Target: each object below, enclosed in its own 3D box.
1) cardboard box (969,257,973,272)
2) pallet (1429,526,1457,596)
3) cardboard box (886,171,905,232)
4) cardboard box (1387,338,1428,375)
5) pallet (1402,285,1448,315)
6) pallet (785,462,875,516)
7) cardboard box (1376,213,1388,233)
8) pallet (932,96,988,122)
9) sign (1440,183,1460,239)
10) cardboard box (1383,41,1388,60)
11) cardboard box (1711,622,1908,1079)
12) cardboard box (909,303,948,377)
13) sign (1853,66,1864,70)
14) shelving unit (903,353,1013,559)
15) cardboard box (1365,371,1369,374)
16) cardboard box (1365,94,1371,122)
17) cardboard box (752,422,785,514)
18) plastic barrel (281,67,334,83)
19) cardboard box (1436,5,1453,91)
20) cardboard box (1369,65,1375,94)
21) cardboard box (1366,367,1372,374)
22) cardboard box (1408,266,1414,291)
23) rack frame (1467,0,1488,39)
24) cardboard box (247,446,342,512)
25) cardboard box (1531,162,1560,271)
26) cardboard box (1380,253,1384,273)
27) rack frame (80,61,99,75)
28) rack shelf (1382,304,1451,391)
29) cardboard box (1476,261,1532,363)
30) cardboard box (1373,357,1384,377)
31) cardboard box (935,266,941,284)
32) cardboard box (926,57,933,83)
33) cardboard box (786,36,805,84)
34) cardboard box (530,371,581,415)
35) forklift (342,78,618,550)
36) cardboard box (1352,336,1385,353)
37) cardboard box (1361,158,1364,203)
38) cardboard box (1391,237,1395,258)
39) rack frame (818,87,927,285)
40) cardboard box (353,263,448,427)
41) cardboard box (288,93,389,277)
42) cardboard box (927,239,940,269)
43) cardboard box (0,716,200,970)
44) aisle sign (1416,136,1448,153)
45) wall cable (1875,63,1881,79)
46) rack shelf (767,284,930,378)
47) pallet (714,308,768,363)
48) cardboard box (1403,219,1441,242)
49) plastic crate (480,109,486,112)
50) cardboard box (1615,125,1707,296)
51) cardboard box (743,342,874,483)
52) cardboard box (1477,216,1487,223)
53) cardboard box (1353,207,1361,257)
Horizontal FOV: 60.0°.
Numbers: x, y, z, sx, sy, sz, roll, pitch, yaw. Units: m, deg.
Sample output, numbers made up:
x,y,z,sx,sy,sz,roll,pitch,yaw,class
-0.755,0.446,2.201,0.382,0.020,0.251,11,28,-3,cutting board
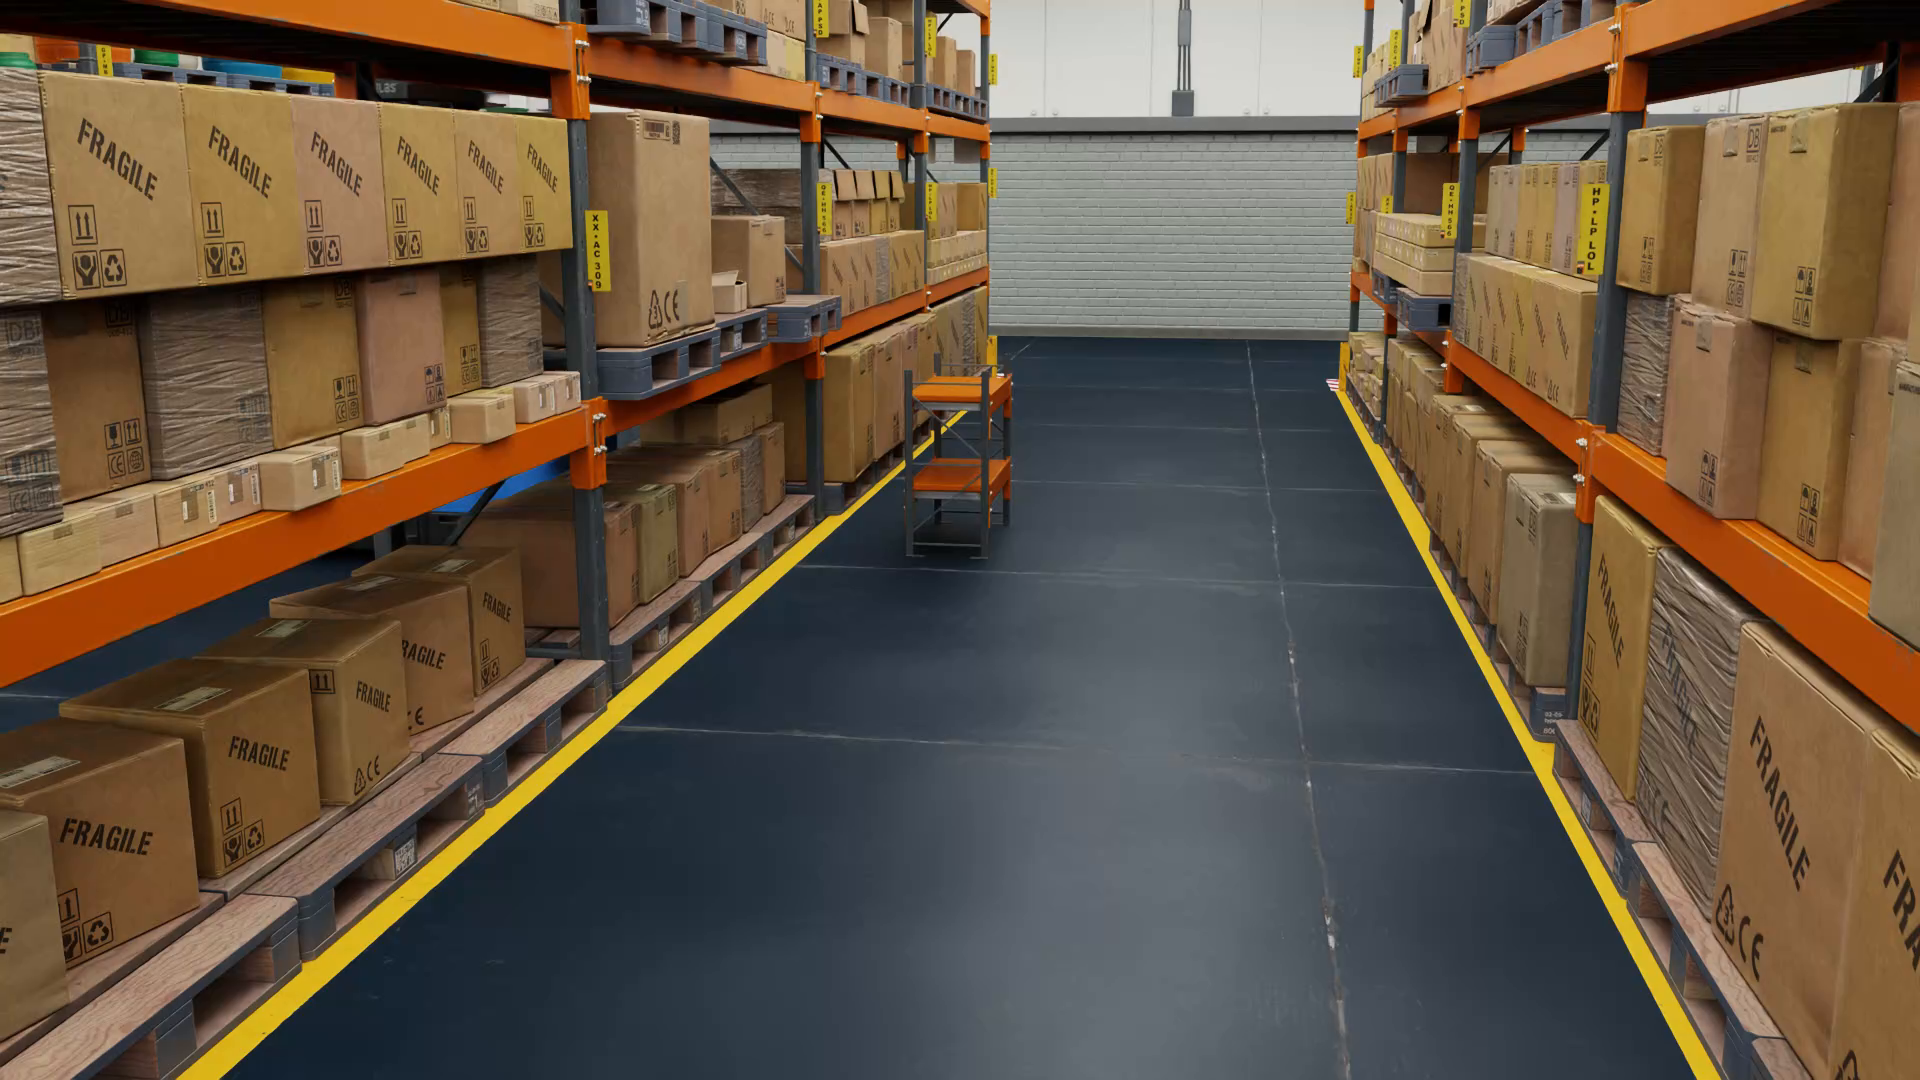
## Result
x,y,z,sx,sy,sz,roll,pitch,yaw,class
-0.064,-2.855,17.217,0.380,0.149,0.250,2,12,7,cardboard box
3.281,0.097,9.543,1.003,0.211,1.213,2,12,9,pallet
-0.884,-2.849,13.972,0.797,0.503,0.637,2,12,7,cardboard box
3.717,-1.465,13.330,0.500,0.250,0.500,1,12,6,cardboard box
3.740,-1.748,11.938,1.003,0.211,1.213,2,12,9,pallet
-1.213,-0.408,11.887,1.003,0.211,1.213,2,12,9,pallet
3.576,-2.567,13.472,0.380,0.149,0.250,3,12,12,cardboard box
-0.283,-4.543,17.546,1.003,0.211,1.213,2,12,9,pallet
2.939,-1.971,9.959,0.100,0.325,0.005,2,12,9,sign
4.043,-4.437,15.065,0.380,0.149,0.250,2,12,8,cardboard box
2.418,0.744,3.967,0.875,0.875,0.875,2,12,8,cardboard box
-0.613,-1.744,15.512,0.875,0.875,0.875,2,12,9,cardboard box
9.066,-4.906,16.753,0.100,0.325,0.005,2,12,9,sign
0.001,-0.551,10.381,0.538,1.125,1.048,2,12,9,shelving unit
4.226,-1.591,16.528,0.380,0.149,0.250,2,12,9,cardboard box
4.300,-4.292,16.524,0.500,0.250,0.500,2,12,10,cardboard box
-1.492,-0.463,10.410,0.700,0.500,0.500,1,12,6,cardboard box
-5.628,-4.170,14.159,0.600,0.588,0.600,0,12,0,plastic barrel
3.377,-3.175,10.748,0.500,0.500,0.500,2,12,9,cardboard box
4.214,-4.434,15.999,0.500,0.250,0.500,2,12,9,cardboard box
4.231,-1.733,16.477,0.380,0.149,0.250,1,12,6,cardboard box
3.177,-1.733,11.016,0.380,0.149,0.250,2,12,10,cardboard box
3.476,-4.361,9.368,1.000,3.000,0.127,2,12,9,rack frame
-2.034,-0.182,4.816,0.380,0.149,0.250,2,12,9,cardboard box
3.166,-1.554,7.973,0.700,0.500,0.500,2,12,8,cardboard box
3.497,-2.166,13.025,0.380,0.149,0.250,2,12,9,cardboard box
-6.303,-1.770,11.588,1.000,3.000,0.127,2,12,9,rack frame
3.784,-1.493,12.007,1.077,0.370,4.000,2,12,9,rack shelf
2.987,-1.181,8.618,0.500,0.500,0.500,2,12,9,cardboard box
3.920,-1.552,14.934,0.380,0.149,0.250,2,12,8,cardboard box
-0.379,-2.425,15.223,0.380,0.149,0.250,1,12,7,cardboard box
-0.646,-4.489,15.609,0.700,0.500,0.500,3,12,12,cardboard box
-1.240,-2.896,10.047,0.500,0.250,0.500,2,12,9,cardboard box
-1.767,-0.600,6.754,0.380,0.149,0.250,2,12,9,cardboard box
-3.719,-1.437,10.203,3.031,2.935,1.130,3,12,12,forklift
4.202,-1.988,16.957,0.380,0.149,0.250,2,12,8,cardboard box
4.304,-3.586,16.698,0.500,0.500,0.500,2,12,10,cardboard box
3.380,-2.148,12.235,0.380,0.149,0.250,2,12,8,cardboard box
-0.794,-2.442,14.707,1.000,3.000,0.127,2,12,9,rack frame
-2.244,-0.669,5.536,0.875,0.500,0.500,2,12,9,cardboard box
-2.055,-1.045,4.908,0.500,0.500,0.500,2,12,9,cardboard box
-0.463,-2.604,15.106,0.500,0.250,0.500,2,12,8,cardboard box
-2.469,0.817,4.518,0.500,0.500,0.500,5,13,23,cardboard box
5.014,-4.370,17.479,0.394,0.787,0.004,2,12,9,aisle sign
10.953,-7.055,21.870,2.355,3.000,0.029,2,12,9,wall cable
-1.102,-1.674,12.851,1.077,0.370,4.000,2,12,9,rack shelf
-1.673,-1.103,8.945,1.003,0.211,1.213,2,12,9,pallet
3.260,-2.131,11.447,0.380,0.149,0.250,2,12,9,cardboard box
-5.145,-4.335,16.994,0.437,0.136,0.530,2,12,9,plastic crate
2.770,-1.121,5.655,0.875,0.550,0.550,2,12,9,cardboard box
-1.282,-0.919,11.686,1.225,0.875,0.875,1,12,6,cardboard box
4.059,-2.329,12.366,0.380,0.149,0.250,1,12,7,cardboard box
4.365,-3.203,17.293,0.500,0.500,0.500,2,12,11,cardboard box
